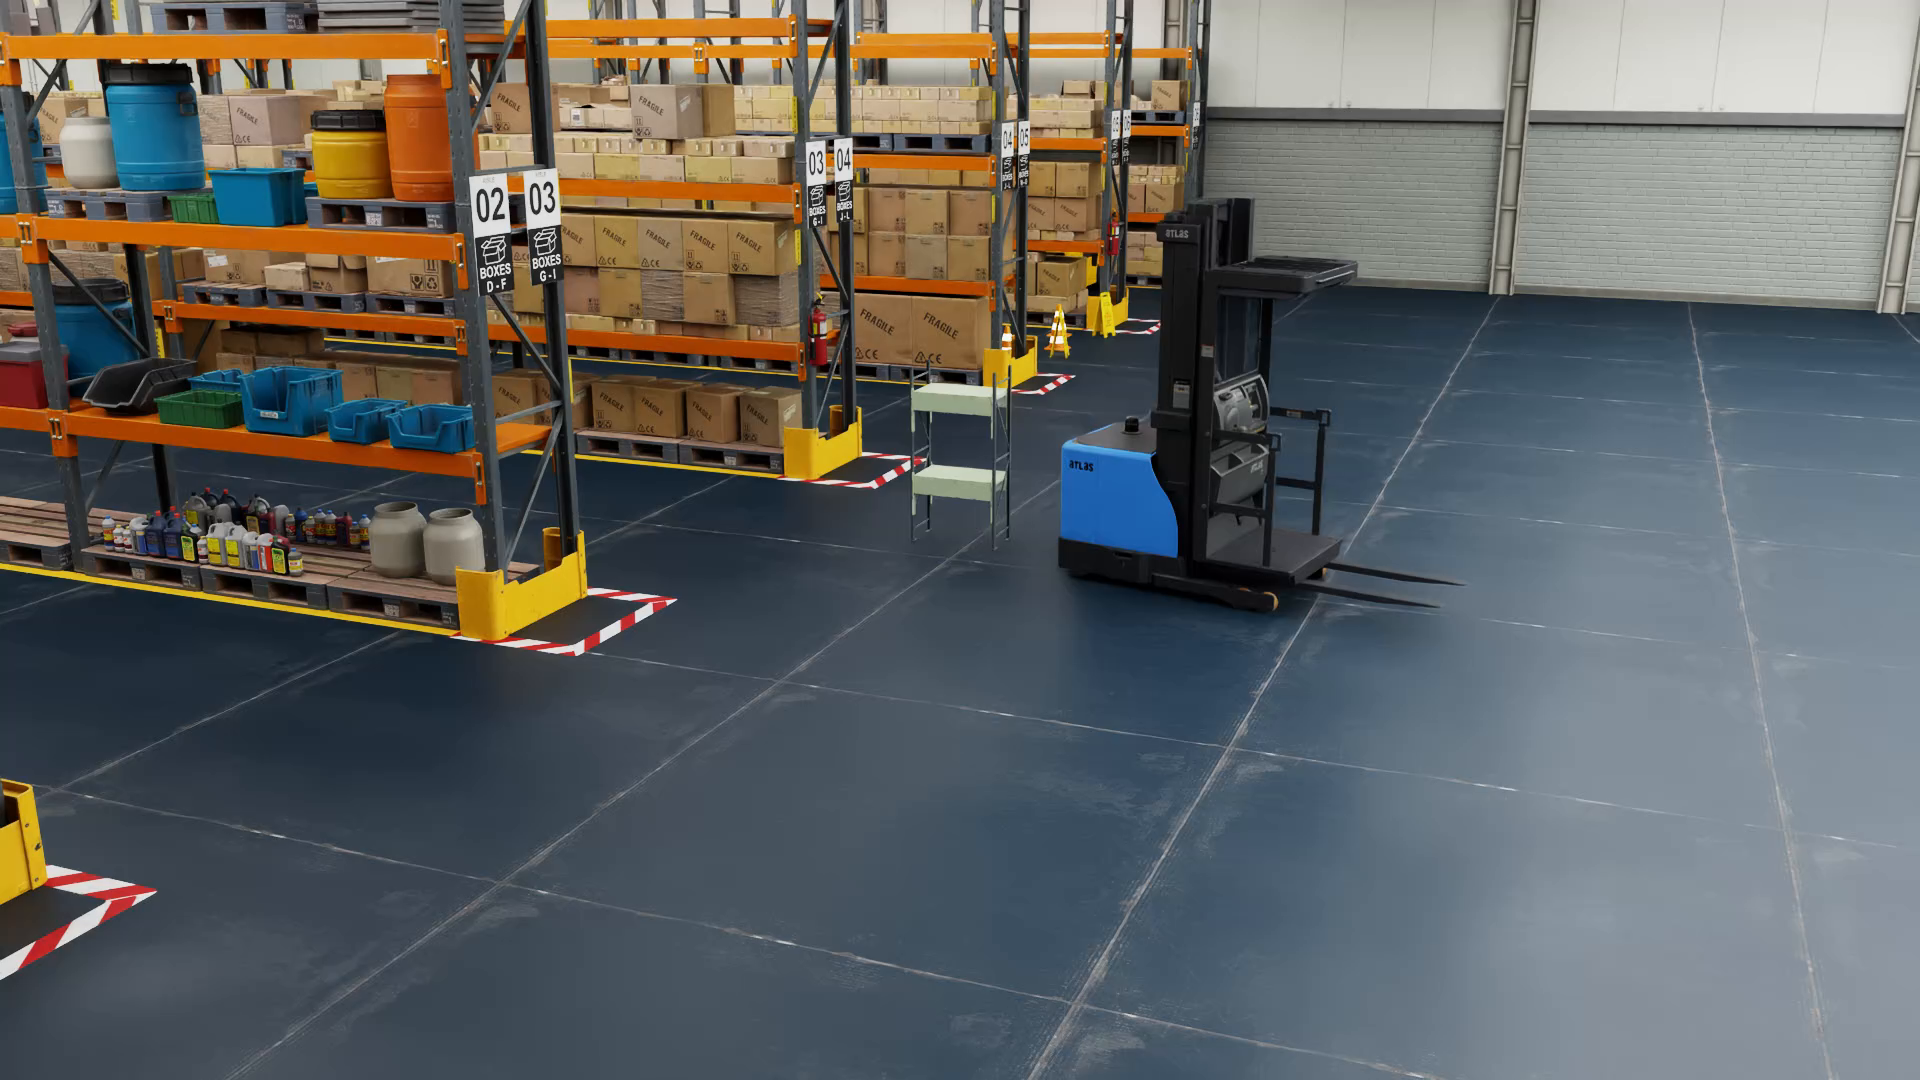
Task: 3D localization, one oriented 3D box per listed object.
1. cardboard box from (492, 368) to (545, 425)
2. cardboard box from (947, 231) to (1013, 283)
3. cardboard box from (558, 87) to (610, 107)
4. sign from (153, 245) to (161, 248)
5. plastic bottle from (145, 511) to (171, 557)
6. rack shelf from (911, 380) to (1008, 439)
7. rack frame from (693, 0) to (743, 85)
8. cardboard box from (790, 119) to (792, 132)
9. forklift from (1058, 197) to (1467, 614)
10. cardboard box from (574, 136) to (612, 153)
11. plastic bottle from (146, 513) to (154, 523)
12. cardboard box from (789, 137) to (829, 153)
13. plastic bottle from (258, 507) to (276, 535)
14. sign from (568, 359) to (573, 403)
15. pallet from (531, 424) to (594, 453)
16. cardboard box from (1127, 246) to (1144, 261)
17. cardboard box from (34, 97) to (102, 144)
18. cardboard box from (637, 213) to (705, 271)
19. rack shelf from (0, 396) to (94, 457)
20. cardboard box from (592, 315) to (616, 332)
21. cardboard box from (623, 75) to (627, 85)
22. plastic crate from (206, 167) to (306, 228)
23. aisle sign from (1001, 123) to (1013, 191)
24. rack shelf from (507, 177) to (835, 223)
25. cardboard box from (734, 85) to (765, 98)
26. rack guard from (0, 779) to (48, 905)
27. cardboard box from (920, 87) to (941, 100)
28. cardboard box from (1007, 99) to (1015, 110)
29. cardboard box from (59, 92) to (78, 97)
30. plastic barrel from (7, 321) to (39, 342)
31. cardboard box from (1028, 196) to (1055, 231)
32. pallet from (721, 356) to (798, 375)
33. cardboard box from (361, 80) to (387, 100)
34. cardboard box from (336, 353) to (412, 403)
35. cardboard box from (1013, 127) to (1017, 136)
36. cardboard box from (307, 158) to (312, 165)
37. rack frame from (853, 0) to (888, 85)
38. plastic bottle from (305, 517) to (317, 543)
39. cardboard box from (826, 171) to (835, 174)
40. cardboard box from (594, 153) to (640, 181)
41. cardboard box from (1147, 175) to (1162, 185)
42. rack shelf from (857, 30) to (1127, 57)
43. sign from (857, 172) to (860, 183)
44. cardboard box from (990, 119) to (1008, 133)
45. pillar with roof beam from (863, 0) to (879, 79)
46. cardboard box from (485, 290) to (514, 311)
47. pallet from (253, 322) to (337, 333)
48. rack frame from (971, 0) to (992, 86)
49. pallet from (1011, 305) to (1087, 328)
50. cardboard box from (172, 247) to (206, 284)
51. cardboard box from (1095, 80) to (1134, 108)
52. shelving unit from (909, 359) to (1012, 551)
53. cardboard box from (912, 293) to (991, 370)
[{"bbox_3d":[-4.661,-1.541,17.830,0.500,0.500,0.500,6,17,19],"label":"cardboard box"},{"bbox_3d":[0.255,-3.556,20.773,0.550,0.550,0.875,6,17,21],"label":"cardboard box"},{"bbox_3d":[-5.105,-5.909,22.655,0.500,0.500,0.500,6,17,21],"label":"cardboard box"},{"bbox_3d":[-8.940,-3.412,18.468,0.005,0.325,0.100,6,17,21],"label":"sign"},{"bbox_3d":[-6.237,-0.055,12.945,0.185,0.351,0.144,7,18,22],"label":"plastic bottle"},{"bbox_3d":[0.006,-1.094,13.853,0.720,0.370,0.431,6,17,21],"label":"rack shelf"},{"bbox_3d":[-3.104,-6.748,21.276,0.127,3.000,1.000,6,17,21],"label":"rack frame"},{"bbox_3d":[-1.943,-5.207,20.868,0.250,0.149,0.380,6,17,20],"label":"cardboard box"},{"bbox_3d":[2.297,-1.027,12.453,3.031,2.935,1.130,10,19,31],"label":"forklift"},{"bbox_3d":[-3.602,-3.914,16.448,0.250,0.149,0.380,6,17,20],"label":"cardboard box"},{"bbox_3d":[-6.351,-0.068,13.112,0.133,0.283,0.061,6,17,21],"label":"plastic bottle"},{"bbox_3d":[-1.468,-3.830,16.158,0.250,0.149,0.380,6,17,20],"label":"cardboard box"},{"bbox_3d":[-5.540,-0.124,13.303,0.133,0.283,0.061,6,17,21],"label":"plastic bottle"},{"bbox_3d":[-2.909,-1.172,12.334,0.005,0.325,0.100,6,17,21],"label":"sign"},{"bbox_3d":[-4.380,-1.192,17.901,1.213,0.211,1.003,6,17,21],"label":"pallet"},{"bbox_3d":[3.127,-5.183,29.930,0.500,0.250,0.500,6,17,20],"label":"cardboard box"},{"bbox_3d":[-10.168,-4.799,19.012,0.500,0.500,0.500,7,18,24],"label":"cardboard box"},{"bbox_3d":[-2.831,-2.946,16.435,0.500,0.500,0.500,6,17,21],"label":"cardboard box"},{"bbox_3d":[-8.696,-1.165,14.097,4.000,0.370,1.077,6,17,21],"label":"rack shelf"},{"bbox_3d":[-3.528,-2.220,16.891,0.250,0.149,0.380,6,17,21],"label":"cardboard box"},{"bbox_3d":[-6.696,-9.165,33.224,0.258,0.266,0.396,6,17,20],"label":"cardboard box"},{"bbox_3d":[-4.999,-2.447,11.870,0.575,0.384,0.392,6,17,21],"label":"plastic crate"},{"bbox_3d":[0.573,-4.621,20.048,0.004,0.787,0.394,6,17,21],"label":"aisle sign"},{"bbox_3d":[-3.158,-3.481,16.695,4.000,0.370,1.077,6,17,21],"label":"rack shelf"},{"bbox_3d":[-2.652,-5.668,21.025,0.250,0.149,0.380,6,17,20],"label":"cardboard box"},{"bbox_3d":[-4.913,1.590,7.799,0.348,0.500,1.175,6,17,21],"label":"rack guard"},{"bbox_3d":[-0.291,-5.409,20.132,0.250,0.149,0.380,7,17,22],"label":"cardboard box"},{"bbox_3d":[0.770,-6.570,25.064,0.250,0.149,0.380,6,17,19],"label":"cardboard box"},{"bbox_3d":[-13.367,-6.700,25.148,0.250,0.149,0.380,7,17,21],"label":"cardboard box"},{"bbox_3d":[-7.645,-1.526,13.806,0.433,0.535,0.433,0,16,0],"label":"plastic barrel"},{"bbox_3d":[1.269,-4.979,25.231,0.500,0.500,0.500,6,17,21],"label":"cardboard box"},{"bbox_3d":[-2.426,-2.429,22.164,1.213,0.211,1.003,6,17,21],"label":"pallet"},{"bbox_3d":[-10.090,-7.849,29.331,0.637,0.503,0.797,8,18,25],"label":"cardboard box"},{"bbox_3d":[-6.539,-1.781,18.622,0.500,0.500,0.700,5,17,16],"label":"cardboard box"},{"bbox_3d":[0.966,-6.145,25.030,0.250,0.149,0.380,6,17,20],"label":"cardboard box"},{"bbox_3d":[-7.274,-4.284,18.439,0.500,0.250,0.500,7,18,22],"label":"cardboard box"},{"bbox_3d":[-1.382,-8.042,25.734,0.127,3.000,1.000,6,17,21],"label":"rack frame"},{"bbox_3d":[-5.191,-0.086,13.320,0.097,0.201,0.097,0,16,0],"label":"plastic bottle"},{"bbox_3d":[-2.179,-5.727,27.054,0.500,0.500,0.500,6,17,21],"label":"cardboard box"},{"bbox_3d":[-3.248,-3.688,16.387,0.500,0.250,0.500,6,17,20],"label":"cardboard box"},{"bbox_3d":[3.483,-6.380,29.428,0.250,0.149,0.380,7,17,22],"label":"cardboard box"},{"bbox_3d":[0.479,-7.490,25.130,4.000,0.370,1.077,6,17,21],"label":"rack shelf"},{"bbox_3d":[-1.582,-5.573,25.912,0.005,0.325,0.100,6,17,21],"label":"sign"},{"bbox_3d":[0.415,-5.145,20.655,0.250,0.149,0.380,6,17,21],"label":"cardboard box"},{"bbox_3d":[-3.321,-8.723,28.079,0.400,9.000,9.100,6,17,21],"label":"pillar with roof beam"},{"bbox_3d":[-4.622,-2.719,17.448,0.500,0.500,0.875,6,17,21],"label":"cardboard box"},{"bbox_3d":[-9.821,-3.267,25.047,1.213,0.211,1.003,6,17,21],"label":"pallet"},{"bbox_3d":[0.436,-9.330,30.170,0.127,3.000,1.000,6,17,21],"label":"rack frame"},{"bbox_3d":[1.526,-3.513,25.894,1.213,0.211,1.003,6,17,21],"label":"pallet"},{"bbox_3d":[-9.091,-3.168,19.527,0.500,0.500,0.500,7,18,22],"label":"cardboard box"},{"bbox_3d":[2.740,-7.890,29.481,0.500,0.500,0.700,6,17,21],"label":"cardboard box"},{"bbox_3d":[0.006,-0.720,13.962,0.755,1.500,0.431,6,17,21],"label":"shelving unit"},{"bbox_3d":[-0.038,-2.691,21.121,0.875,0.875,0.875,6,17,21],"label":"cardboard box"}]
